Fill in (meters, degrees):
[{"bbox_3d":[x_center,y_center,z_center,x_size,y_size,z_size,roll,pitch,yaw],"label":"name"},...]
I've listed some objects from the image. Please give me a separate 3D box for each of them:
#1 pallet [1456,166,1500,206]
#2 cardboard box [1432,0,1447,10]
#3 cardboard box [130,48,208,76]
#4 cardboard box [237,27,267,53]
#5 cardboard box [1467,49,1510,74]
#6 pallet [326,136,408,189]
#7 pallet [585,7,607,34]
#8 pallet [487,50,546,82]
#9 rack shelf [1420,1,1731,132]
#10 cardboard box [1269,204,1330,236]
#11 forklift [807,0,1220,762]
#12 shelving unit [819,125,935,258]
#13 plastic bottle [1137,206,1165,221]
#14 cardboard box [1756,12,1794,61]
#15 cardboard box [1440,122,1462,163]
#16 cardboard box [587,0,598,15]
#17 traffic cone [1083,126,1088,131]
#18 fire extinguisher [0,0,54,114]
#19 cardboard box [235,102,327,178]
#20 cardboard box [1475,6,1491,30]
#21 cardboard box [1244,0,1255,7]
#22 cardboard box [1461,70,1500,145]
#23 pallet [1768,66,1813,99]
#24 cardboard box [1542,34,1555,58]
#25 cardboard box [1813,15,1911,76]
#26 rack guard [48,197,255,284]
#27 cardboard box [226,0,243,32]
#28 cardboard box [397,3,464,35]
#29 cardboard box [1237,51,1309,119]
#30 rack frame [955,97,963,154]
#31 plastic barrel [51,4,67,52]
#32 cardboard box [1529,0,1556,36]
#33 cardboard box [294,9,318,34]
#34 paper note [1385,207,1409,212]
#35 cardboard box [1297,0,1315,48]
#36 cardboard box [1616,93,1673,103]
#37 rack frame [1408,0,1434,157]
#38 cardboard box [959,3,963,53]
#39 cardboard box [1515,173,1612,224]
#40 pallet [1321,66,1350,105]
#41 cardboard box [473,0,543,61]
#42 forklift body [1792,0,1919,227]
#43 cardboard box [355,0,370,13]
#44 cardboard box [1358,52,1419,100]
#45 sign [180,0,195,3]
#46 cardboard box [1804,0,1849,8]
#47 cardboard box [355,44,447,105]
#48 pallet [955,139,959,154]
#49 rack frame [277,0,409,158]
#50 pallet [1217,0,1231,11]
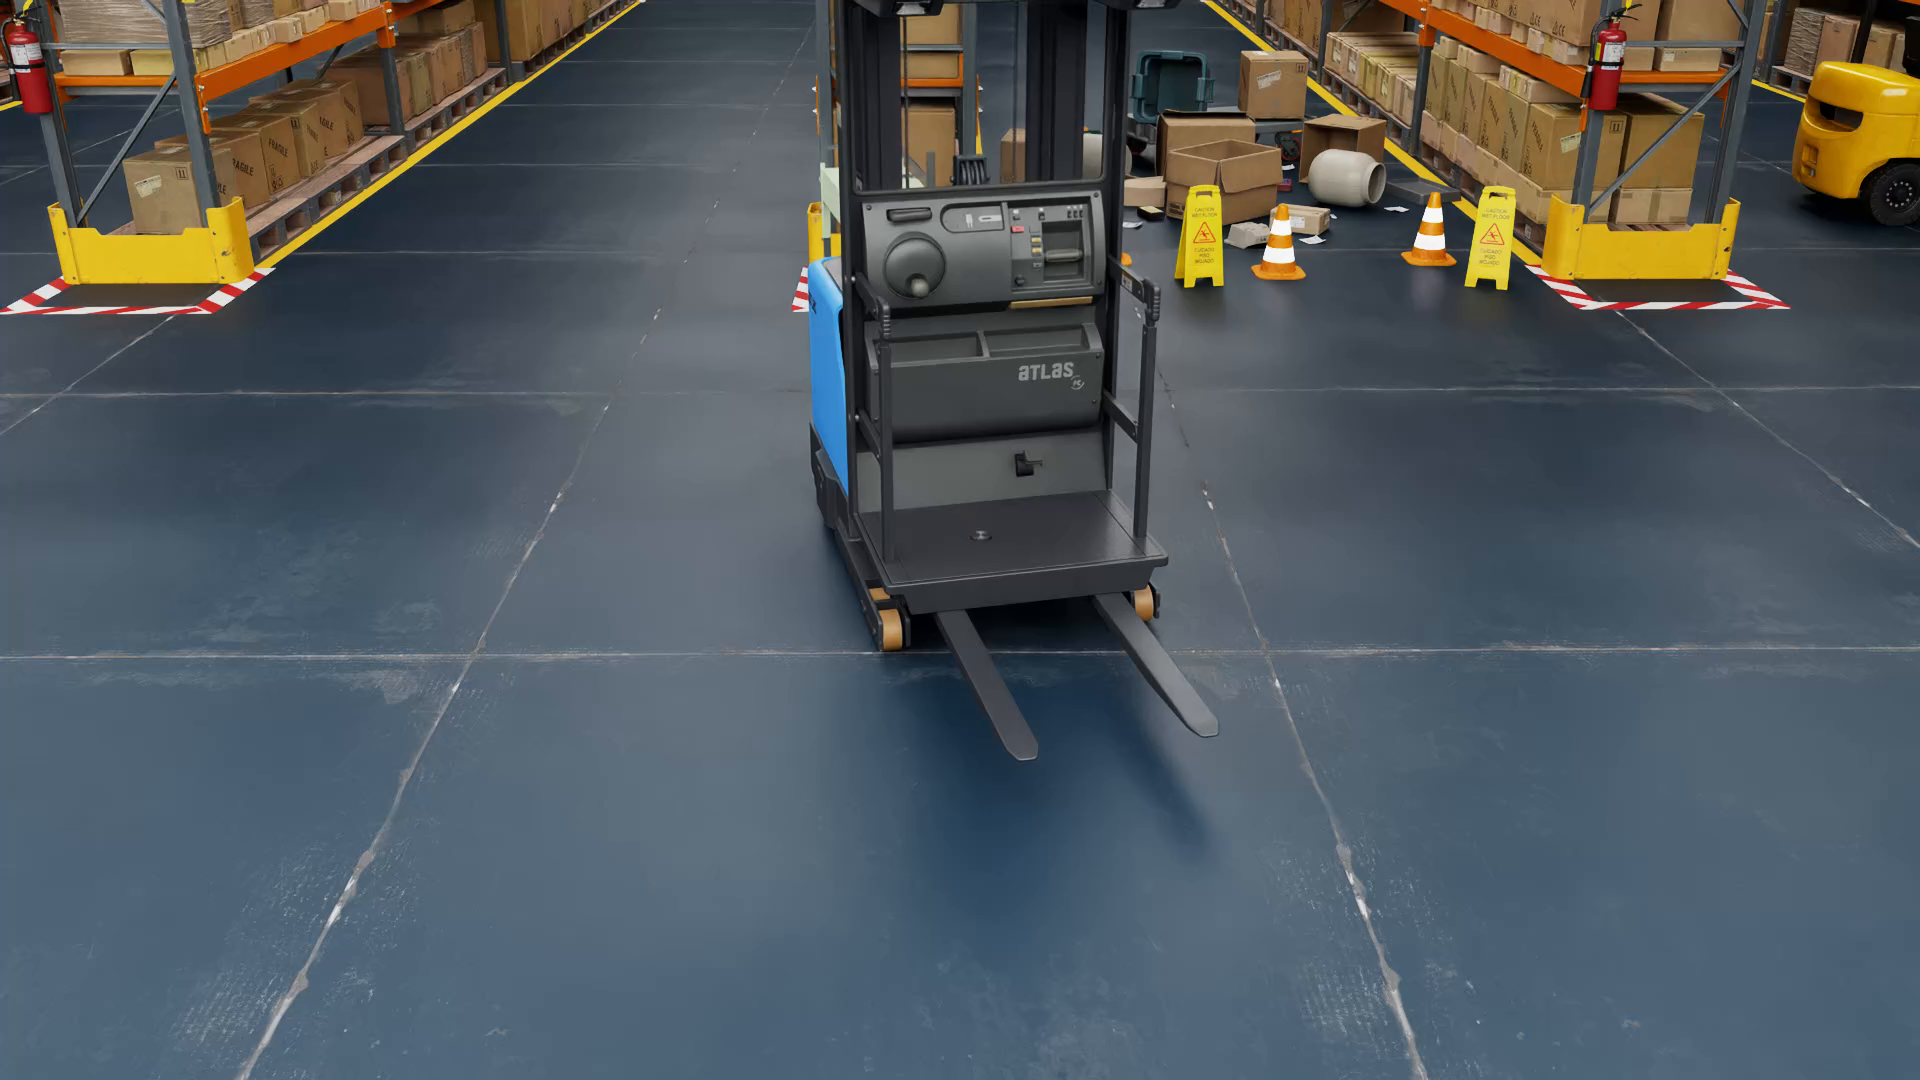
[{"bbox_3d":[4.566,-2.742,13.056,1.003,0.211,1.213,0,24,-1],"label":"pallet"},{"bbox_3d":[4.190,-4.547,13.968,0.380,0.149,0.250,0,24,-1],"label":"cardboard box"},{"bbox_3d":[-5.123,-3.104,10.778,0.380,0.149,0.250,0,24,-1],"label":"cardboard box"},{"bbox_3d":[-5.113,-3.516,11.689,0.380,0.149,0.250,0,24,-1],"label":"cardboard box"},{"bbox_3d":[4.199,-3.750,13.030,0.380,0.149,0.250,1,24,2],"label":"cardboard box"},{"bbox_3d":[-5.359,-3.201,14.071,1.003,0.211,1.213,0,24,-1],"label":"pallet"},{"bbox_3d":[-5.419,-7.088,22.665,1.003,0.211,1.213,0,24,-1],"label":"pallet"},{"bbox_3d":[-5.379,-5.451,19.046,1.003,0.211,1.213,0,24,-1],"label":"pallet"},{"bbox_3d":[4.529,-3.641,12.533,1.077,0.370,4.000,0,24,-1],"label":"rack shelf"},{"bbox_3d":[2.517,-2.376,12.323,0.380,0.149,0.250,13,27,27],"label":"cardboard box"},{"bbox_3d":[0.149,-1.083,6.088,1.130,2.935,3.031,-6,25,-12],"label":"forklift"},{"bbox_3d":[-0.397,-1.190,8.060,0.431,1.500,0.755,-6,25,-12],"label":"shelving unit"},{"bbox_3d":[1.444,-2.506,12.716,0.133,0.061,0.283,-9,26,-19],"label":"plastic bottle"},{"bbox_3d":[9.208,-5.690,18.716,0.500,0.500,0.500,0,24,1],"label":"cardboard box"},{"bbox_3d":[4.261,-3.267,13.660,0.500,0.250,0.500,1,24,2],"label":"cardboard box"},{"bbox_3d":[-5.416,-7.540,22.350,0.875,0.875,0.875,0,24,-1],"label":"cardboard box"},{"bbox_3d":[1.054,-4.132,15.825,0.336,0.463,0.334,0,24,-1],"label":"traffic cone"},{"bbox_3d":[-5.818,-3.015,10.371,0.296,0.674,0.183,0,24,-1],"label":"fire extinguisher"},{"bbox_3d":[-5.338,-3.144,13.085,0.500,0.500,0.500,-2,24,-5],"label":"cardboard box"},{"bbox_3d":[4.195,-4.020,12.803,0.380,0.149,0.250,0,24,0],"label":"cardboard box"},{"bbox_3d":[4.510,-7.741,23.326,0.875,0.438,0.875,-1,24,-2],"label":"cardboard box"},{"bbox_3d":[4.266,-3.394,13.032,0.500,0.500,0.500,1,24,2],"label":"cardboard box"},{"bbox_3d":[9.397,-4.855,17.728,1.003,0.211,1.213,0,24,-1],"label":"pallet"},{"bbox_3d":[4.238,-3.393,11.416,0.380,0.149,0.250,-1,24,-1],"label":"cardboard box"},{"bbox_3d":[9.435,-5.048,17.143,0.875,0.625,0.625,1,24,1],"label":"cardboard box"},{"bbox_3d":[-5.359,-1.992,11.048,1.175,0.500,0.348,0,24,-1],"label":"rack guard"},{"bbox_3d":[-5.462,-3.713,11.338,0.875,0.500,0.500,0,24,-1],"label":"cardboard box"},{"bbox_3d":[-5.392,-5.305,16.929,0.500,0.250,0.500,2,24,5],"label":"cardboard box"},{"bbox_3d":[2.728,-3.978,14.521,0.500,0.500,0.500,0,24,-1],"label":"cardboard box"},{"bbox_3d":[-0.441,-4.729,14.065,1.000,3.000,0.127,0,24,-1],"label":"rack frame"},{"bbox_3d":[-10.516,-5.866,19.089,0.421,0.512,0.421,0,24,0],"label":"plastic barrel"},{"bbox_3d":[4.269,-3.754,11.428,0.500,0.500,0.500,0,24,0],"label":"cardboard box"},{"bbox_3d":[-5.104,-3.928,12.600,0.380,0.149,0.250,0,24,-1],"label":"cardboard box"},{"bbox_3d":[3.396,-2.574,12.904,0.142,0.019,0.148,-9,26,-19],"label":"paper note"},{"bbox_3d":[4.534,-6.317,19.645,0.875,0.875,0.875,0,24,0],"label":"cardboard box"},{"bbox_3d":[4.808,-2.983,12.124,0.500,0.500,0.500,-1,24,-3],"label":"cardboard box"},{"bbox_3d":[4.508,-4.793,14.207,1.000,3.000,0.127,0,24,-1],"label":"rack frame"},{"bbox_3d":[-0.355,-3.759,11.740,0.875,0.550,0.550,0,24,-1],"label":"cardboard box"},{"bbox_3d":[4.273,-2.425,11.798,0.500,0.250,0.500,0,24,-1],"label":"cardboard box"},{"bbox_3d":[4.471,-4.848,17.714,1.003,0.211,1.213,0,24,-1],"label":"pallet"},{"bbox_3d":[-5.432,-5.904,18.733,1.225,0.875,0.875,-1,24,-3],"label":"cardboard box"},{"bbox_3d":[7.670,-3.555,12.500,2.313,2.155,1.214,0,24,-1],"label":"forklift body"},{"bbox_3d":[-5.112,-4.443,13.739,0.380,0.149,0.250,0,24,-1],"label":"cardboard box"},{"bbox_3d":[4.479,-4.586,16.428,0.950,0.372,0.625,1,24,1],"label":"cardboard box"},{"bbox_3d":[-4.816,-3.497,10.291,0.100,0.325,0.005,0,24,-1],"label":"sign"},{"bbox_3d":[9.733,-6.029,18.677,0.380,0.149,0.250,1,24,2],"label":"cardboard box"},{"bbox_3d":[-5.380,-4.490,16.037,0.700,0.500,0.500,-2,24,-5],"label":"cardboard box"},{"bbox_3d":[-0.511,-3.145,13.947,1.003,0.211,1.213,0,24,-1],"label":"pallet"},{"bbox_3d":[-5.402,-4.748,14.108,1.000,3.000,0.127,0,24,-1],"label":"rack frame"},{"bbox_3d":[4.464,-8.138,24.987,1.003,0.211,1.213,0,24,-1],"label":"pallet"}]
